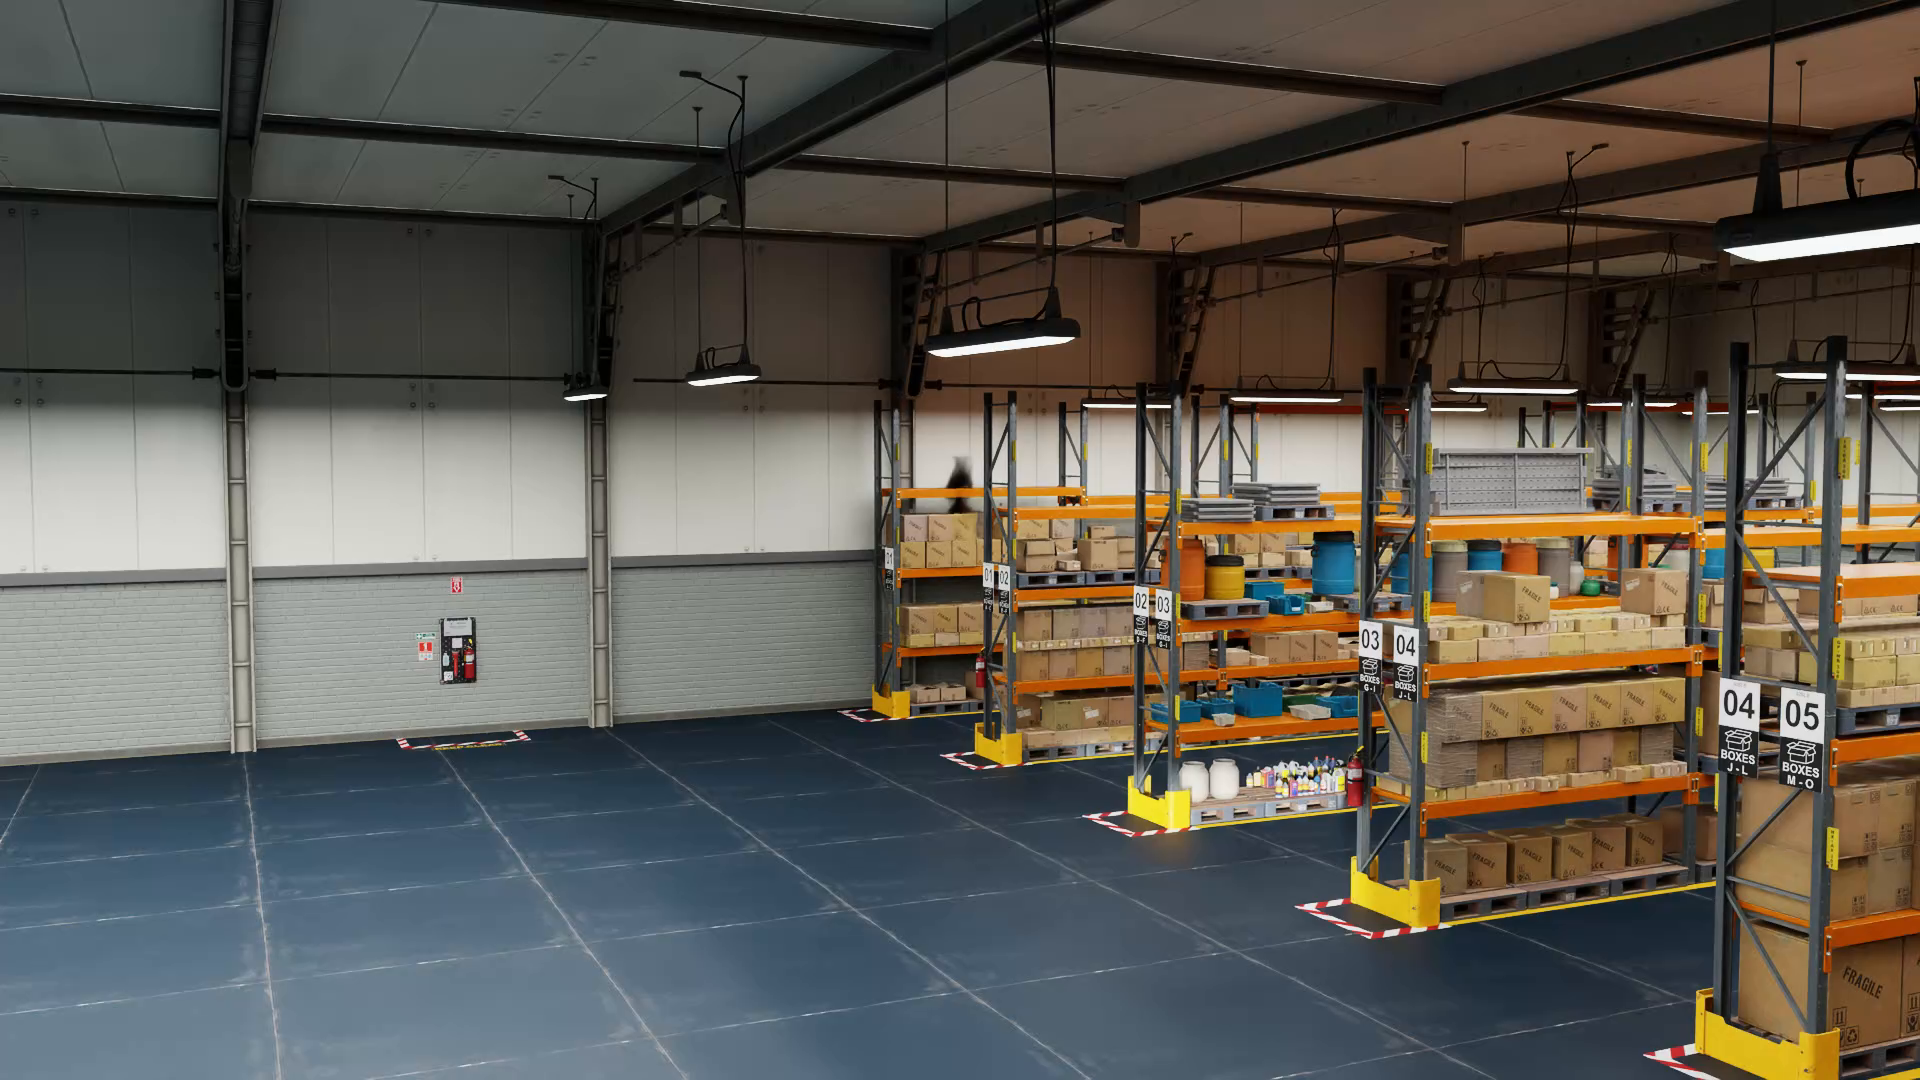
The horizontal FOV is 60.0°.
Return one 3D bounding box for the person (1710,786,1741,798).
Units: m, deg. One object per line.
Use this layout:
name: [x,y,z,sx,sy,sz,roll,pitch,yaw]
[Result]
person: [10.432,3.018,22.567,0.684,1.659,0.617,-2,4,-28]
